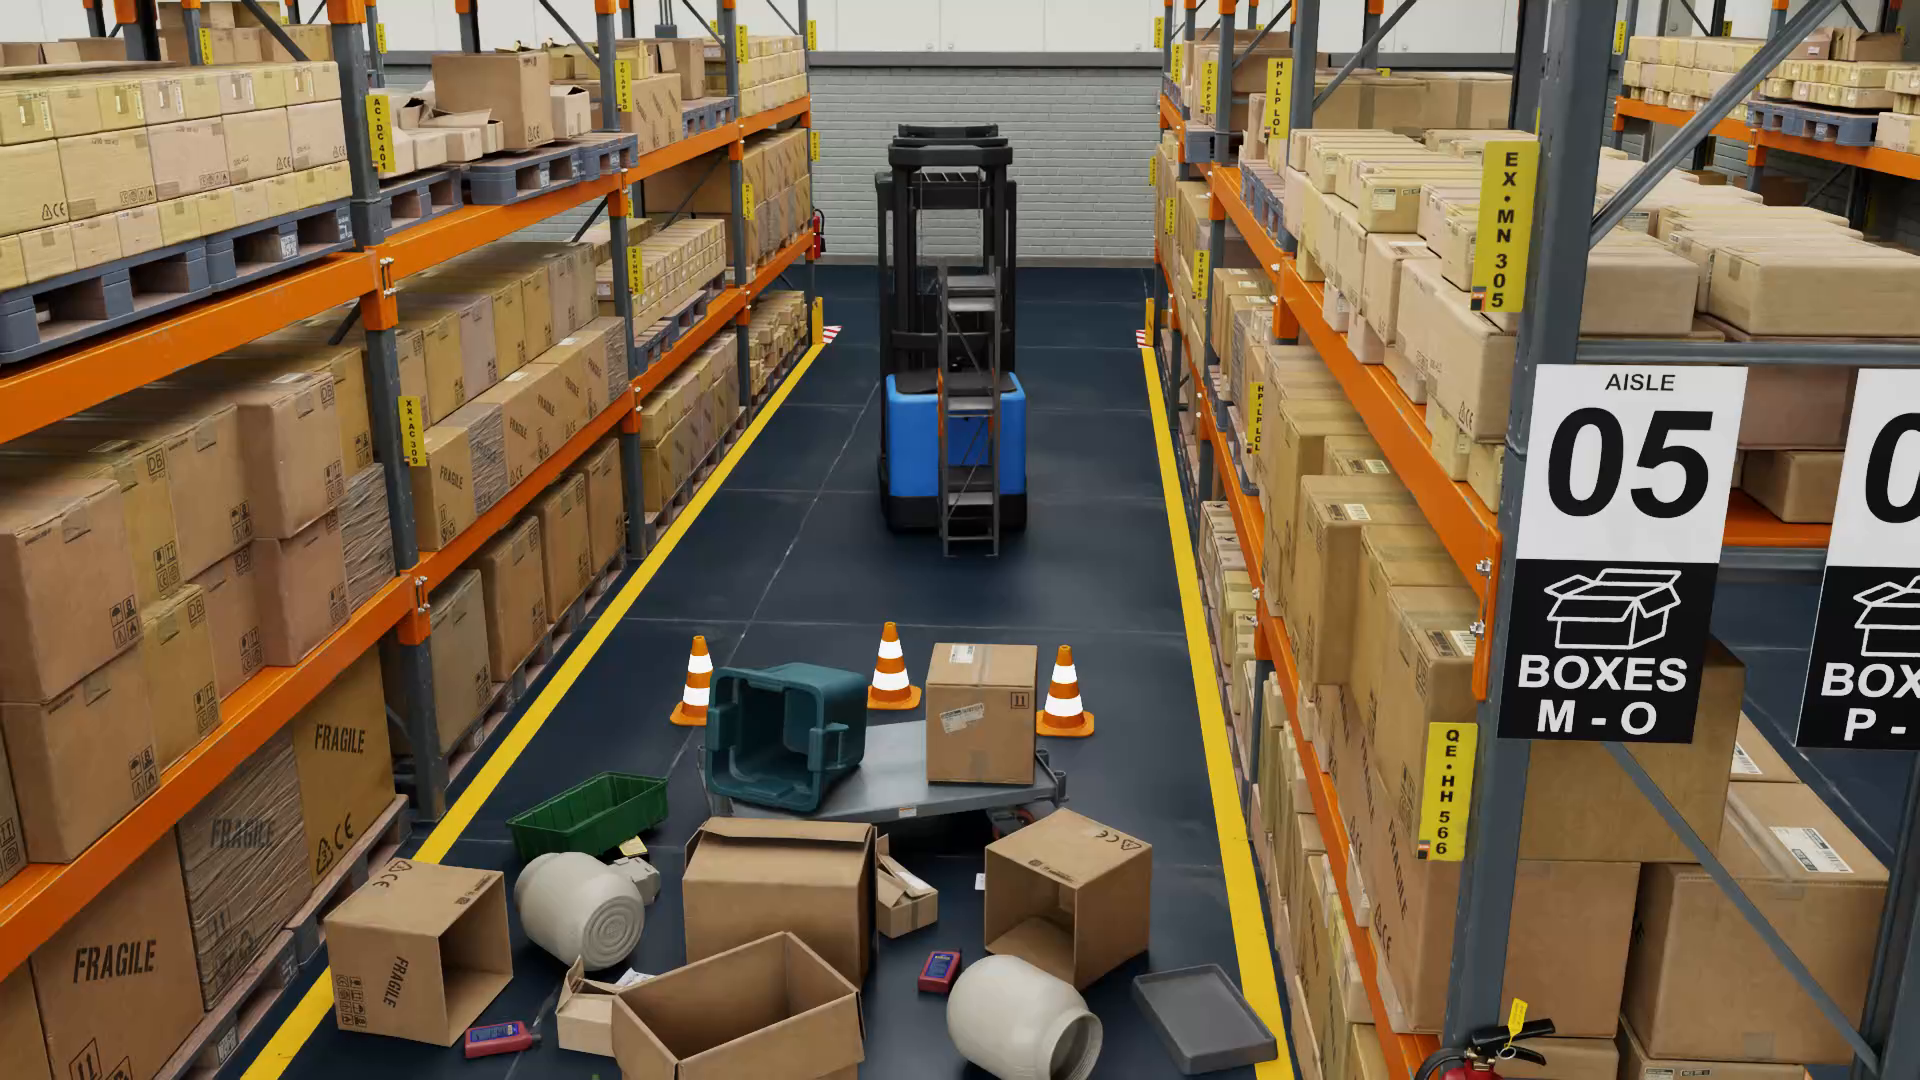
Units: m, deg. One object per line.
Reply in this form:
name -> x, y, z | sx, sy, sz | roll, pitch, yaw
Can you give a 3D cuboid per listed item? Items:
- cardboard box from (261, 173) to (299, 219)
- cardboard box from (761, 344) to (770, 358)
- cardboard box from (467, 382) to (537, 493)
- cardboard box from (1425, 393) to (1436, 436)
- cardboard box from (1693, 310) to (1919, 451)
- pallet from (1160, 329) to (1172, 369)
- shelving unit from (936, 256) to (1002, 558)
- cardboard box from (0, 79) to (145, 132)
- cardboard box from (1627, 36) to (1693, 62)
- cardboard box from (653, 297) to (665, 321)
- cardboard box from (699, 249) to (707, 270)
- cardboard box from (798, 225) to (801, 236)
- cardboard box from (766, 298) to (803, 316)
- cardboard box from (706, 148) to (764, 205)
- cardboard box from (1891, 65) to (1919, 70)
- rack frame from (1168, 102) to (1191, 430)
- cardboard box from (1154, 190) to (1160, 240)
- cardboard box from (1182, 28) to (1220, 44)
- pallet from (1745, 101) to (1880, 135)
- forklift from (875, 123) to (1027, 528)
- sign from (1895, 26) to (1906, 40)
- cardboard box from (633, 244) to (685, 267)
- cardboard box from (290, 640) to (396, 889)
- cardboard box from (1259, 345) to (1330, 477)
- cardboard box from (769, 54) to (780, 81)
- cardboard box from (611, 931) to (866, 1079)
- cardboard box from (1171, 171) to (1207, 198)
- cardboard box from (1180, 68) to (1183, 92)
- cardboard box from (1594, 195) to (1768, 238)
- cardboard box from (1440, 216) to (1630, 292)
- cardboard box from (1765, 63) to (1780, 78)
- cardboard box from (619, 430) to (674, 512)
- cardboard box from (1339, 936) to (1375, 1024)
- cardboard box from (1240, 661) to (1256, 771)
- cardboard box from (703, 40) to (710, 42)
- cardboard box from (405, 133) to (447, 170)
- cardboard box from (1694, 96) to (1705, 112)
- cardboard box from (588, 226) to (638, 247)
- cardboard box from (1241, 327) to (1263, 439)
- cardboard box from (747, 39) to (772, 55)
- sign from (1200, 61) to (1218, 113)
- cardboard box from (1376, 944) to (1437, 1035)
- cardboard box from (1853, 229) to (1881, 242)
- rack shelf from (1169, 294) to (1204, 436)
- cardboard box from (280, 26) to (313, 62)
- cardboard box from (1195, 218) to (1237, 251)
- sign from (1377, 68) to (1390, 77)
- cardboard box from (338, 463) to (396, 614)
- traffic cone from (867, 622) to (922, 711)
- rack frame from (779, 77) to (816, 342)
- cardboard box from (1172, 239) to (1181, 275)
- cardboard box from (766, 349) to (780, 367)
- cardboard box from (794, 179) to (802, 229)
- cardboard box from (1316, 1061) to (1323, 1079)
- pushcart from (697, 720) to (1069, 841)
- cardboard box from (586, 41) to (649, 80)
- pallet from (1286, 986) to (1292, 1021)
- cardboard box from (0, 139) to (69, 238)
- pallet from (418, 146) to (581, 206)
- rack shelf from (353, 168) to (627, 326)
cardboard box -> -2.800, -1.333, 6.424 | 0.380, 0.149, 0.250 | 2, 18, 5
cardboard box -> -2.163, -1.960, 17.015 | 0.380, 0.149, 0.250 | 2, 18, 6
cardboard box -> -2.678, -0.575, 9.201 | 0.500, 0.500, 0.500 | 1, 18, 4
cardboard box -> 1.385, -0.320, 4.169 | 0.380, 0.149, 0.250 | 2, 18, 6
cardboard box -> 1.902, -0.383, 3.720 | 0.500, 0.250, 0.500 | 1, 18, 3
pallet -> 2.768, -2.131, 18.588 | 1.003, 0.211, 1.213 | 1, 18, 4
shelving unit -> 0.061, -0.950, 11.950 | 0.431, 2.100, 0.503 | -1, 18, -4
cardboard box -> -2.874, -1.398, 5.343 | 0.380, 0.149, 0.250 | 2, 18, 5
cardboard box -> 7.416, -5.198, 17.611 | 0.500, 0.250, 0.500 | 1, 18, 3
cardboard box -> -2.481, -1.766, 12.726 | 0.380, 0.149, 0.250 | 2, 18, 6
cardboard box -> -2.369, -2.393, 14.160 | 0.380, 0.149, 0.250 | 1, 18, 2
cardboard box -> -1.994, -3.482, 18.636 | 0.380, 0.149, 0.250 | 1, 18, 4
cardboard box -> -1.950, -2.583, 18.437 | 0.380, 0.149, 0.250 | 1, 18, 3
cardboard box -> -2.187, -3.503, 16.053 | 0.500, 0.500, 0.500 | 1, 18, 2
cardboard box -> 7.363, -3.553, 12.722 | 0.380, 0.149, 0.250 | 1, 18, 4
rack frame -> 2.460, -2.464, 15.126 | 1.000, 3.000, 0.127 | 1, 18, 4
cardboard box -> 2.426, -3.611, 18.466 | 0.500, 0.500, 0.500 | 1, 18, 3
cardboard box -> 2.453, -4.804, 16.453 | 0.500, 0.500, 0.500 | 2, 18, 5
pallet -> 7.295, -3.490, 13.740 | 1.213, 0.211, 1.003 | 1, 18, 4
forklift -> -0.121, -1.897, 13.504 | 1.130, 2.935, 3.031 | -1, 18, -4
sign -> 7.965, -4.201, 14.148 | 0.100, 0.325, 0.005 | 1, 18, 4
cardboard box -> -2.430, -2.289, 13.364 | 0.380, 0.149, 0.250 | 1, 18, 3
cardboard box -> -3.172, 0.945, 7.458 | 0.875, 0.875, 0.875 | 2, 18, 5
cardboard box -> 1.639, -0.512, 6.923 | 0.700, 0.500, 0.500 | 1, 18, 3
cardboard box -> -2.099, -4.754, 16.735 | 0.500, 0.250, 0.500 | 0, 18, 2
cardboard box -> -0.799, 1.847, 5.978 | 0.797, 0.503, 0.637 | -13, 22, -34
cardboard box -> 2.219, -3.139, 15.420 | 0.500, 0.500, 0.500 | 1, 18, 3
cardboard box -> 2.076, -3.878, 14.164 | 0.396, 0.266, 0.258 | 1, 18, 3
cardboard box -> 1.925, -0.838, 4.469 | 0.380, 0.149, 0.250 | 1, 18, 4
cardboard box -> 1.387, -0.693, 4.025 | 0.380, 0.149, 0.250 | 1, 18, 3
cardboard box -> 6.953, -3.966, 13.983 | 0.380, 0.149, 0.250 | 2, 18, 6
cardboard box -> -2.466, -0.527, 12.553 | 0.500, 0.500, 0.500 | 1, 18, 2
cardboard box -> 1.357, 1.335, 5.026 | 0.380, 0.149, 0.250 | 2, 18, 6
cardboard box -> 1.922, 0.907, 8.384 | 0.950, 0.372, 0.625 | 2, 18, 5
cardboard box -> -2.667, -4.830, 16.326 | 0.380, 0.149, 0.250 | 1, 18, 4
cardboard box -> -2.736, -1.928, 8.242 | 0.250, 0.149, 0.380 | 1, 18, 4
cardboard box -> 7.274, -4.175, 15.933 | 0.380, 0.149, 0.250 | 1, 18, 4
cardboard box -> -3.006, -2.628, 14.399 | 0.380, 0.149, 0.250 | 1, 18, 4
cardboard box -> 1.768, -0.831, 8.828 | 0.500, 0.500, 0.500 | 2, 18, 6
cardboard box -> -2.074, -4.898, 16.534 | 0.380, 0.149, 0.250 | 1, 18, 2
sign -> 1.621, -2.945, 10.820 | 0.100, 0.325, 0.005 | 1, 18, 4
cardboard box -> 1.321, 1.180, 4.407 | 0.380, 0.149, 0.250 | 1, 18, 3
cardboard box -> 7.117, -2.295, 13.776 | 0.700, 0.500, 0.500 | 1, 18, 5
rack shelf -> 2.317, -1.501, 13.342 | 1.077, 0.370, 4.000 | 1, 18, 4
cardboard box -> -7.270, -5.151, 17.513 | 0.700, 0.500, 0.500 | 0, 18, 0
cardboard box -> 1.978, -2.070, 12.158 | 0.500, 0.500, 0.500 | 2, 18, 5
sign -> 2.715, -2.880, 10.748 | 0.100, 0.325, 0.005 | 1, 18, 4
cardboard box -> -3.072, -0.015, 7.410 | 0.875, 0.550, 0.550 | 1, 18, 4
traffic cone -> -0.397, 0.697, 9.552 | 0.336, 0.463, 0.334 | 1, 18, 4
rack frame -> -2.197, -3.785, 19.158 | 1.000, 3.000, 0.127 | 1, 18, 4
cardboard box -> 2.148, -2.500, 14.673 | 0.500, 0.250, 0.500 | 1, 18, 2
cardboard box -> -2.085, -1.898, 17.301 | 0.380, 0.149, 0.250 | 1, 18, 2
cardboard box -> -2.015, -3.669, 18.165 | 0.500, 0.500, 0.500 | 1, 18, 3
cardboard box -> 1.435, 1.952, 5.389 | 0.500, 0.250, 0.500 | 1, 18, 4
pushcart -> -0.391, 1.231, 8.059 | 1.648, 0.377, 0.936 | -5, 19, -15
cardboard box -> -2.430, -3.417, 11.827 | 0.396, 0.266, 0.258 | 1, 18, 4
pallet -> 1.789, 1.935, 6.179 | 1.003, 0.211, 1.213 | 1, 18, 4
cardboard box -> -2.983, -1.017, 4.822 | 0.500, 0.250, 0.500 | 1, 18, 3
pallet -> -2.841, -2.088, 9.464 | 1.003, 0.211, 1.213 | 2, 18, 6
rack shelf -> -2.914, -1.763, 9.325 | 1.077, 0.370, 4.000 | 1, 18, 4
